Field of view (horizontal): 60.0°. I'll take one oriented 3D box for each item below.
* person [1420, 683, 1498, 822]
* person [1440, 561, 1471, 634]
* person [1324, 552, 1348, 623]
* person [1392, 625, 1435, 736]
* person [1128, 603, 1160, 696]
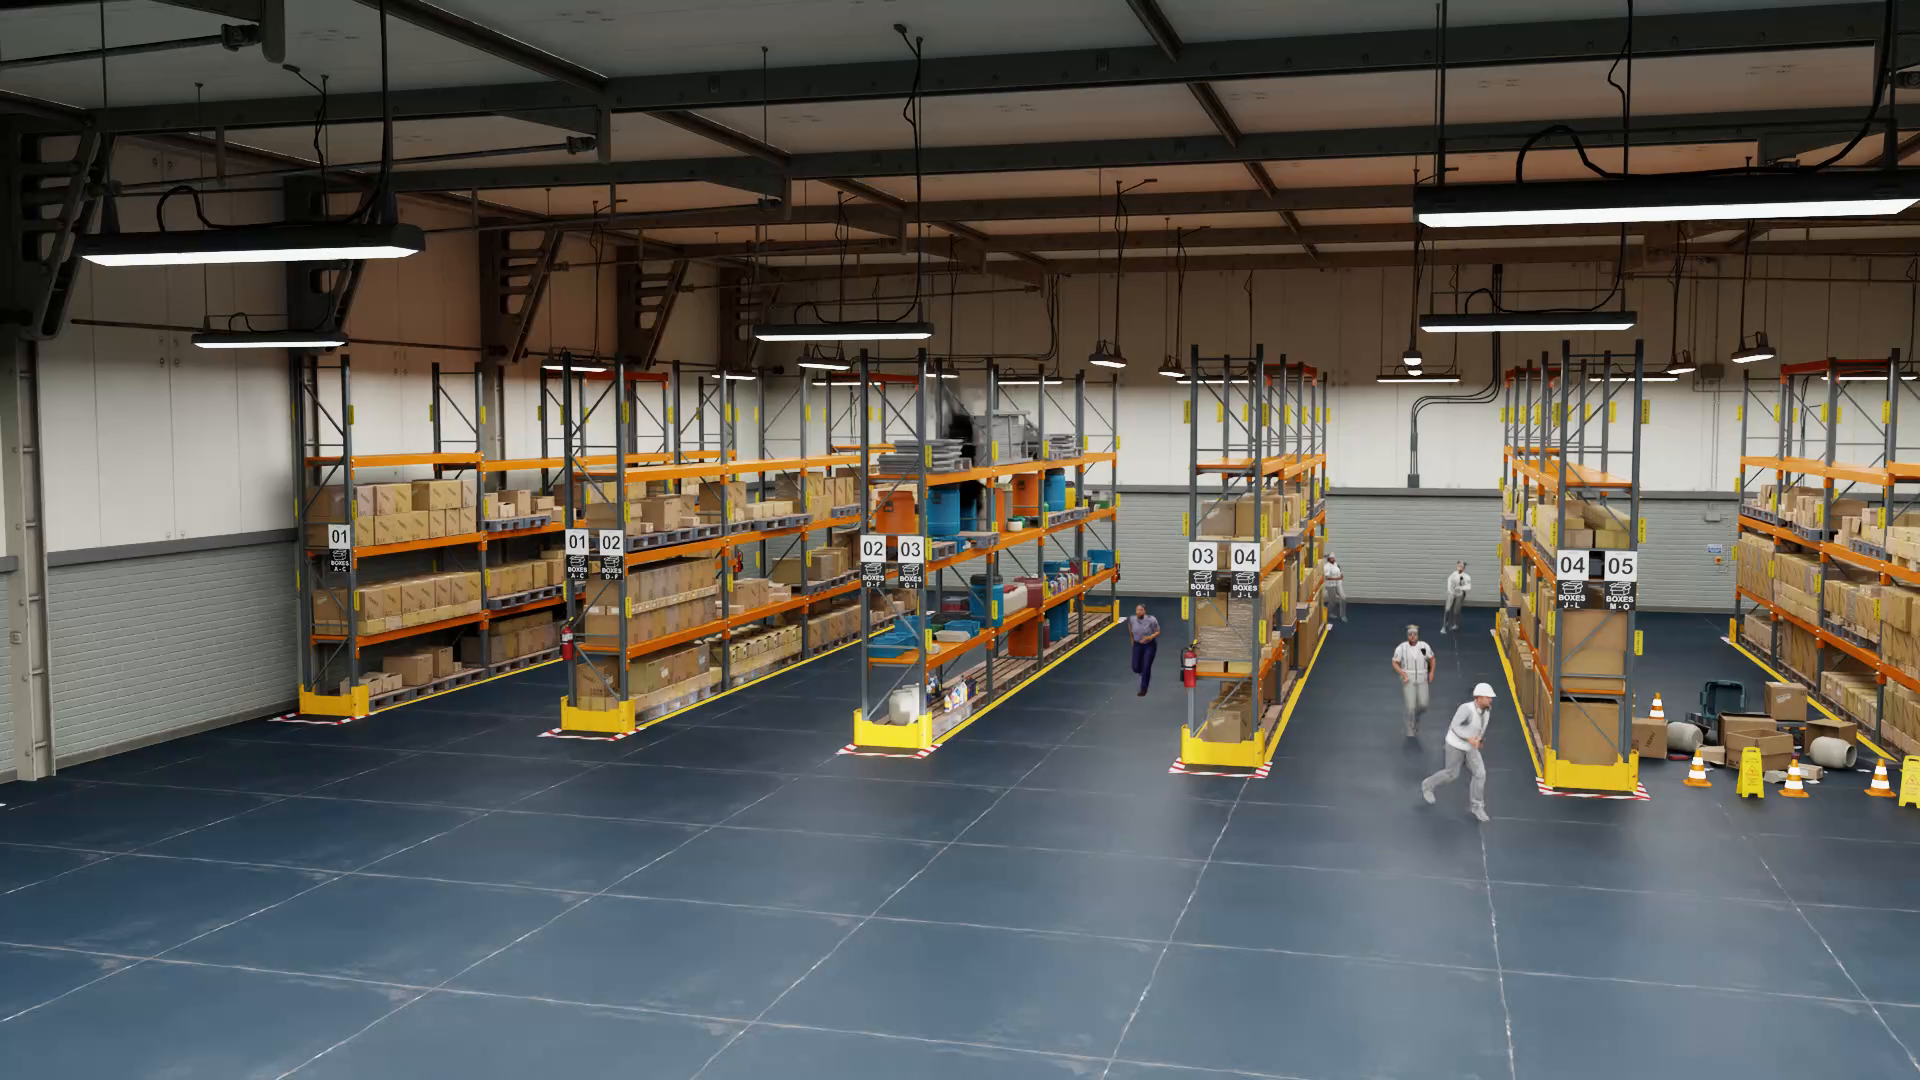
[{"bbox_3d":[6.261,2.612,20.870,0.696,1.729,1.044,-4,6,-41],"label":"person"},{"bbox_3d":[11.458,1.316,38.238,0.616,1.707,0.714,3,5,34],"label":"person"},{"bbox_3d":[9.073,1.135,40.399,0.559,1.710,0.738,-2,5,-23],"label":"person"},{"bbox_3d":[7.095,2.191,25.953,0.672,1.747,0.529,0,4,5],"label":"person"},{"bbox_3d":[3.095,1.846,28.049,0.597,1.575,0.692,2,5,21],"label":"person"}]
